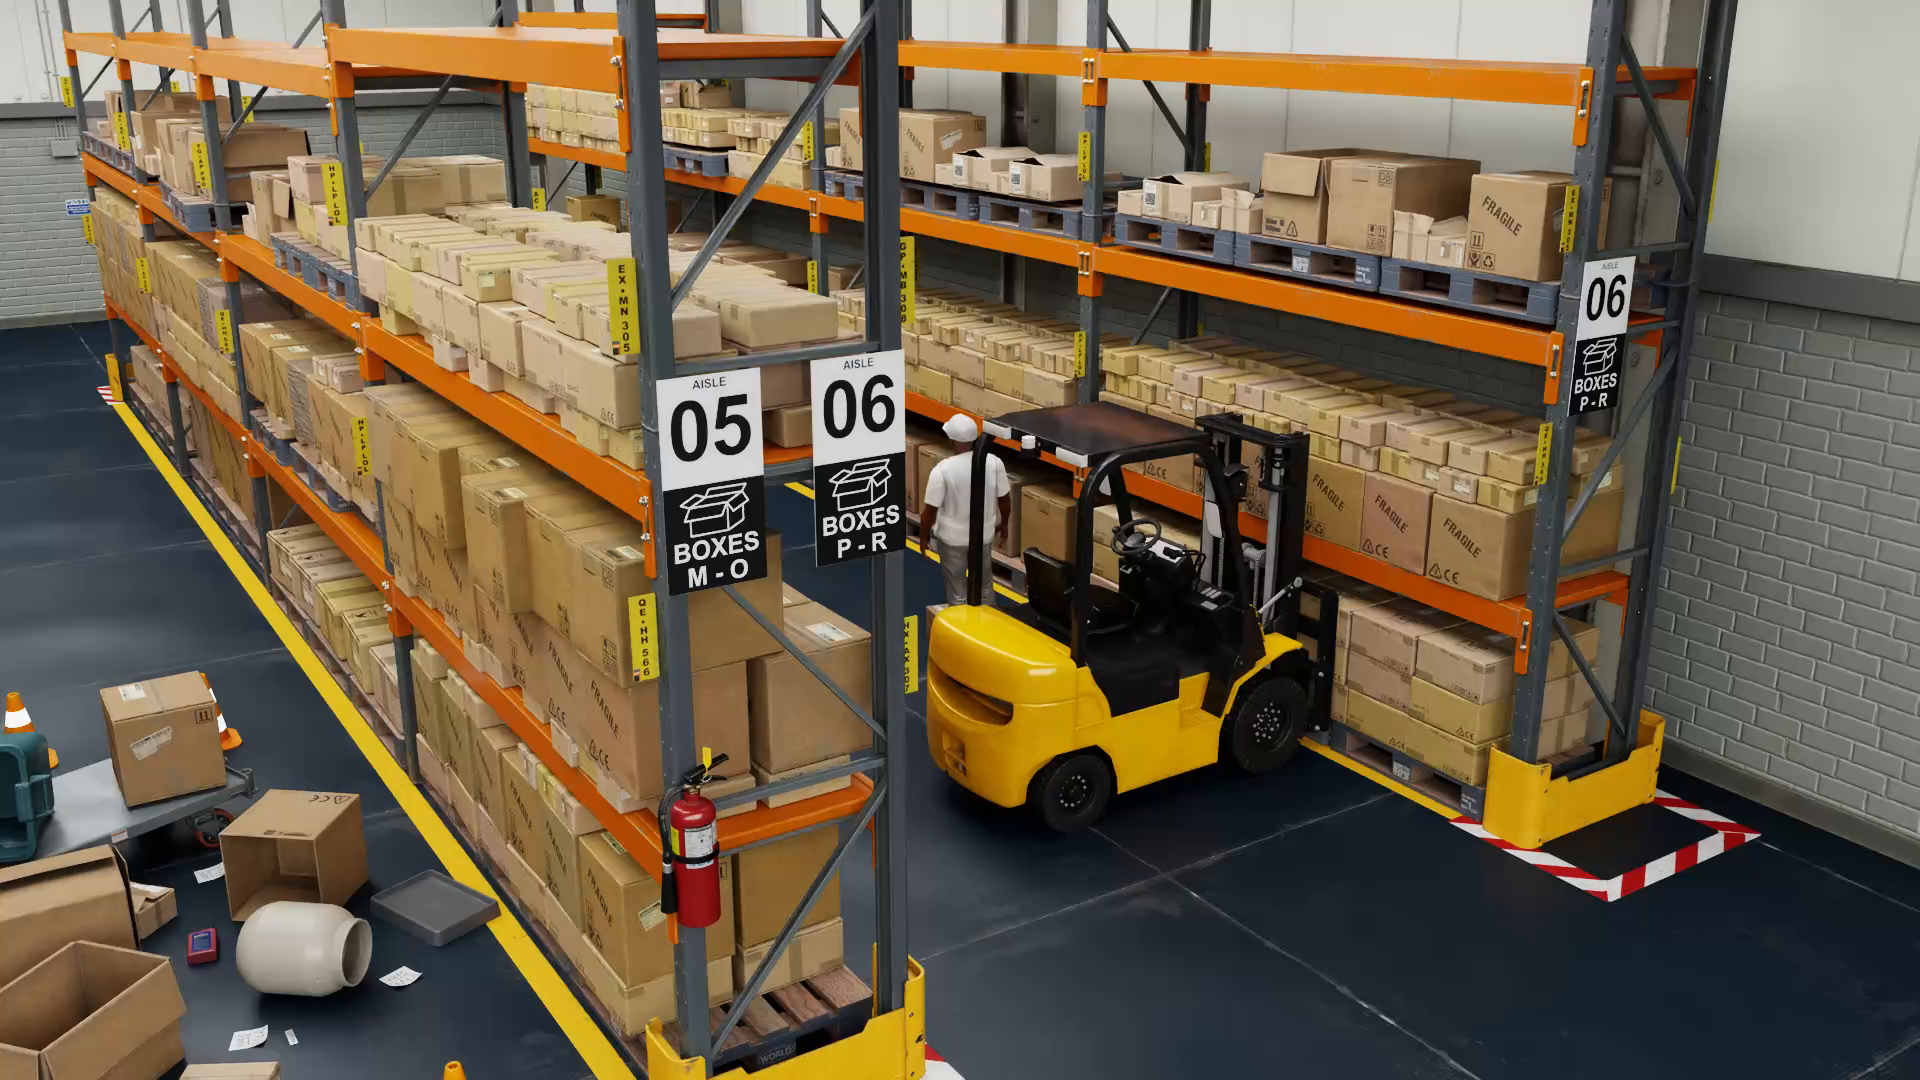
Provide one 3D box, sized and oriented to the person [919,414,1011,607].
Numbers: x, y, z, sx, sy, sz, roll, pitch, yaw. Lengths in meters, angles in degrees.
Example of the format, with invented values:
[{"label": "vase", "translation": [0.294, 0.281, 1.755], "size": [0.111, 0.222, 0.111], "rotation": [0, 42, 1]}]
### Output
[{"label": "person", "translation": [0.010, -0.051, 11.645], "size": [0.665, 1.769, 0.574], "rotation": [-6, 19, -19]}]
